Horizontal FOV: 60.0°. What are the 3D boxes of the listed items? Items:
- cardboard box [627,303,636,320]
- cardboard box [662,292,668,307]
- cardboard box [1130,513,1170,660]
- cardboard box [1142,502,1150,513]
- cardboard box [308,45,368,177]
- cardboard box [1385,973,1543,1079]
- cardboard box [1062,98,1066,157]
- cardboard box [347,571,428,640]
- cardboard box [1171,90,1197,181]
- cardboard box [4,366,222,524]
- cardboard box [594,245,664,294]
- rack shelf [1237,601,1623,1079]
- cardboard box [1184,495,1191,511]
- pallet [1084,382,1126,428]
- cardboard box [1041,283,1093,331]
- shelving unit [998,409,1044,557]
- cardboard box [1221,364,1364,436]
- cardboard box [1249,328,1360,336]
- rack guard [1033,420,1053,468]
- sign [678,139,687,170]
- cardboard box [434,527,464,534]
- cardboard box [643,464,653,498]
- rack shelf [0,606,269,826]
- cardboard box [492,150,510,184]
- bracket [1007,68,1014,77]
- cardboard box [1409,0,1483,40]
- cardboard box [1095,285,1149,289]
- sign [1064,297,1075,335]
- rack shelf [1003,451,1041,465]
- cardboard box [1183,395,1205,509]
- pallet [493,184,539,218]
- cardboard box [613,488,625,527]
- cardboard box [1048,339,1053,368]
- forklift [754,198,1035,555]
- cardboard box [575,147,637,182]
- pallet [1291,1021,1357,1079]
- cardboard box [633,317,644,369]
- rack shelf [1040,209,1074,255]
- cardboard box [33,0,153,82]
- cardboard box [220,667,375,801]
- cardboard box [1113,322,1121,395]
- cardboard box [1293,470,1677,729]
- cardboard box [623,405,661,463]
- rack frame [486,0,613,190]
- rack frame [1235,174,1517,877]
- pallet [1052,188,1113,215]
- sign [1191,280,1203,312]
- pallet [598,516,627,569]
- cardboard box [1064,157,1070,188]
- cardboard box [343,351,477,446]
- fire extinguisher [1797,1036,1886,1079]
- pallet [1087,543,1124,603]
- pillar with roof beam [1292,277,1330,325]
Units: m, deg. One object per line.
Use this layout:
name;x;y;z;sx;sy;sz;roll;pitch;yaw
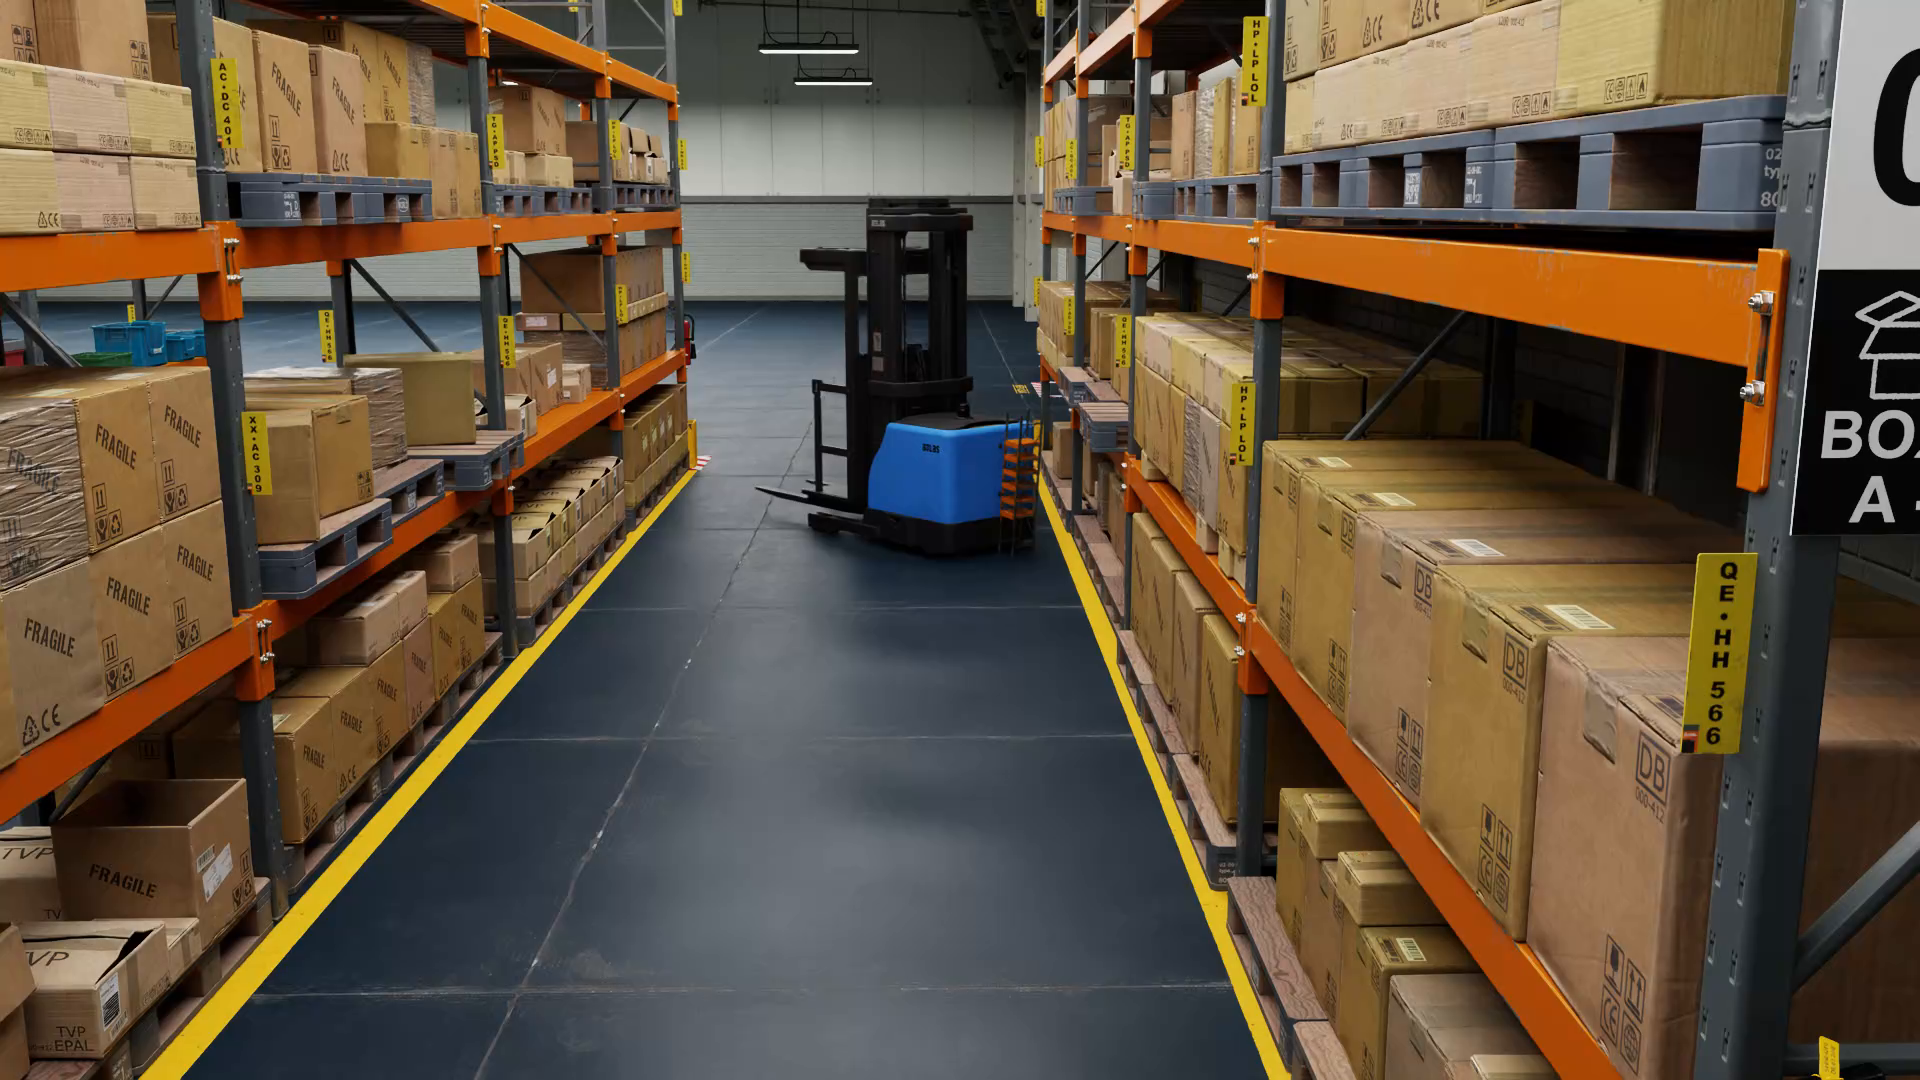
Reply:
cardboard box;-3.303;-2.177;15.863;0.380;0.149;0.250;-1;11;-3
cardboard box;-3.345;-2.587;17.882;0.380;0.149;0.250;0;11;-2
cardboard box;1.459;0.269;10.041;0.750;0.750;0.750;0;11;-2
cardboard box;1.559;-0.340;11.986;0.500;0.250;0.500;0;11;0
cardboard box;-3.262;-2.049;8.011;0.600;0.600;0.600;-1;11;-3
cardboard box;1.604;1.546;4.627;0.700;0.500;0.500;-1;11;-3
cardboard box;1.189;-3.748;15.127;0.500;0.500;0.500;0;11;2
cardboard box;-3.093;0.337;8.649;0.500;0.250;0.500;0;11;-2
cardboard box;1.642;-2.366;9.775;0.700;0.500;0.500;-1;12;-6
cardboard box;-3.026;-0.349;5.969;0.500;0.500;0.500;0;11;-1
cardboard box;-3.545;-2.876;17.678;0.700;0.500;0.500;0;11;-1
rack shelf;1.699;0.820;4.784;1.077;0.370;4.000;0;11;-1
cardboard box;1.393;-0.241;8.785;0.380;0.149;0.250;0;11;-1
pallet;1.493;-1.025;12.550;1.003;0.211;1.213;0;11;-1
cardboard box;1.119;-2.425;17.411;0.500;0.500;0.500;0;11;-1
shelving unit;0.503;-0.473;13.838;0.258;1.200;0.189;-8;19;-36
cardboard box;1.392;-0.594;7.009;0.500;0.250;0.500;0;11;0
cardboard box;1.858;-1.004;9.026;0.500;0.250;0.500;-1;11;-3
rack guard;1.411;-1.076;18.605;1.175;0.500;0.348;0;11;-1
sign;-3.000;-4.160;17.945;0.100;0.325;0.005;0;11;-1
cardboard box;-3.635;0.059;11.172;0.500;0.311;0.500;0;11;0
cardboard box;-3.172;-0.551;15.589;0.500;0.250;0.500;0;11;-1
rack shelf;-3.254;0.841;4.680;1.077;0.370;4.000;0;11;-1
cardboard box;-3.473;-2.615;11.680;0.500;0.250;0.500;0;11;-2
bracket;1.376;-12.252;43.264;0.076;0.066;4.783;0;11;-1
cardboard box;1.434;-1.502;4.057;0.500;0.500;0.500;-1;11;-4
cardboard box;1.647;-2.324;16.911;0.500;0.500;0.500;-1;11;-3
sign;0.950;-1.941;14.407;0.100;0.325;0.005;0;11;-1
rack shelf;0.514;-0.661;13.786;0.258;0.103;0.180;-8;19;-36
cardboard box;1.374;-0.427;8.070;0.500;0.500;0.500;0;11;-1
pallet;-3.481;-2.217;10.872;1.213;0.211;1.003;0;11;1
cardboard box;-3.162;-0.277;14.238;0.500;0.250;0.500;0;11;-2
cardboard box;1.140;-1.849;16.456;0.500;0.250;0.500;0;11;-1
forklift;-0.718;-1.546;14.807;1.130;2.935;3.031;-10;15;-41
cardboard box;-3.218;-3.409;15.090;0.500;0.311;0.500;-1;12;-4
pallet;1.623;1.831;5.005;1.003;0.211;1.213;0;11;-1
cardboard box;-3.511;-1.943;16.342;0.700;0.500;0.500;0;11;1
rack shelf;1.451;-3.036;16.244;1.077;0.370;4.000;0;11;-1
cardboard box;-3.247;-1.822;5.685;0.700;0.500;0.500;0;11;-1
cardboard box;-3.084;0.897;7.775;0.500;0.500;0.500;0;11;0
cardboard box;1.507;-1.331;12.219;0.700;0.500;0.500;0;11;-1
cardboard box;1.662;0.175;5.396;0.980;0.700;0.700;-1;11;-3
cardboard box;-3.178;-1.018;16.005;0.500;0.500;0.500;0;11;-1
rack frame;-3.460;-4.440;13.811;1.000;3.000;0.127;0;11;-1
rack frame;1.657;0.069;6.673;1.000;3.000;0.127;0;11;-1
pallet;1.398;-2.776;13.625;1.213;0.211;1.003;0;11;-1
sign;2.047;-2.091;14.411;0.100;0.325;0.005;0;11;-1
pallet;-3.406;0.013;13.963;1.003;0.211;1.213;0;11;-1
cardboard box;1.237;-3.250;15.187;0.500;0.500;0.500;-1;12;-6
cardboard box;-3.252;-0.835;9.821;0.700;0.500;0.500;-4;12;-20
fire extinguisher;1.282;1.117;2.641;0.296;0.674;0.183;0;11;-1
pallet;1.538;0.244;12.827;1.003;0.211;1.213;0;11;-1
pillar with roof beam;-1.891;-3.910;11.199;9.100;9.000;0.400;0;11;-1
